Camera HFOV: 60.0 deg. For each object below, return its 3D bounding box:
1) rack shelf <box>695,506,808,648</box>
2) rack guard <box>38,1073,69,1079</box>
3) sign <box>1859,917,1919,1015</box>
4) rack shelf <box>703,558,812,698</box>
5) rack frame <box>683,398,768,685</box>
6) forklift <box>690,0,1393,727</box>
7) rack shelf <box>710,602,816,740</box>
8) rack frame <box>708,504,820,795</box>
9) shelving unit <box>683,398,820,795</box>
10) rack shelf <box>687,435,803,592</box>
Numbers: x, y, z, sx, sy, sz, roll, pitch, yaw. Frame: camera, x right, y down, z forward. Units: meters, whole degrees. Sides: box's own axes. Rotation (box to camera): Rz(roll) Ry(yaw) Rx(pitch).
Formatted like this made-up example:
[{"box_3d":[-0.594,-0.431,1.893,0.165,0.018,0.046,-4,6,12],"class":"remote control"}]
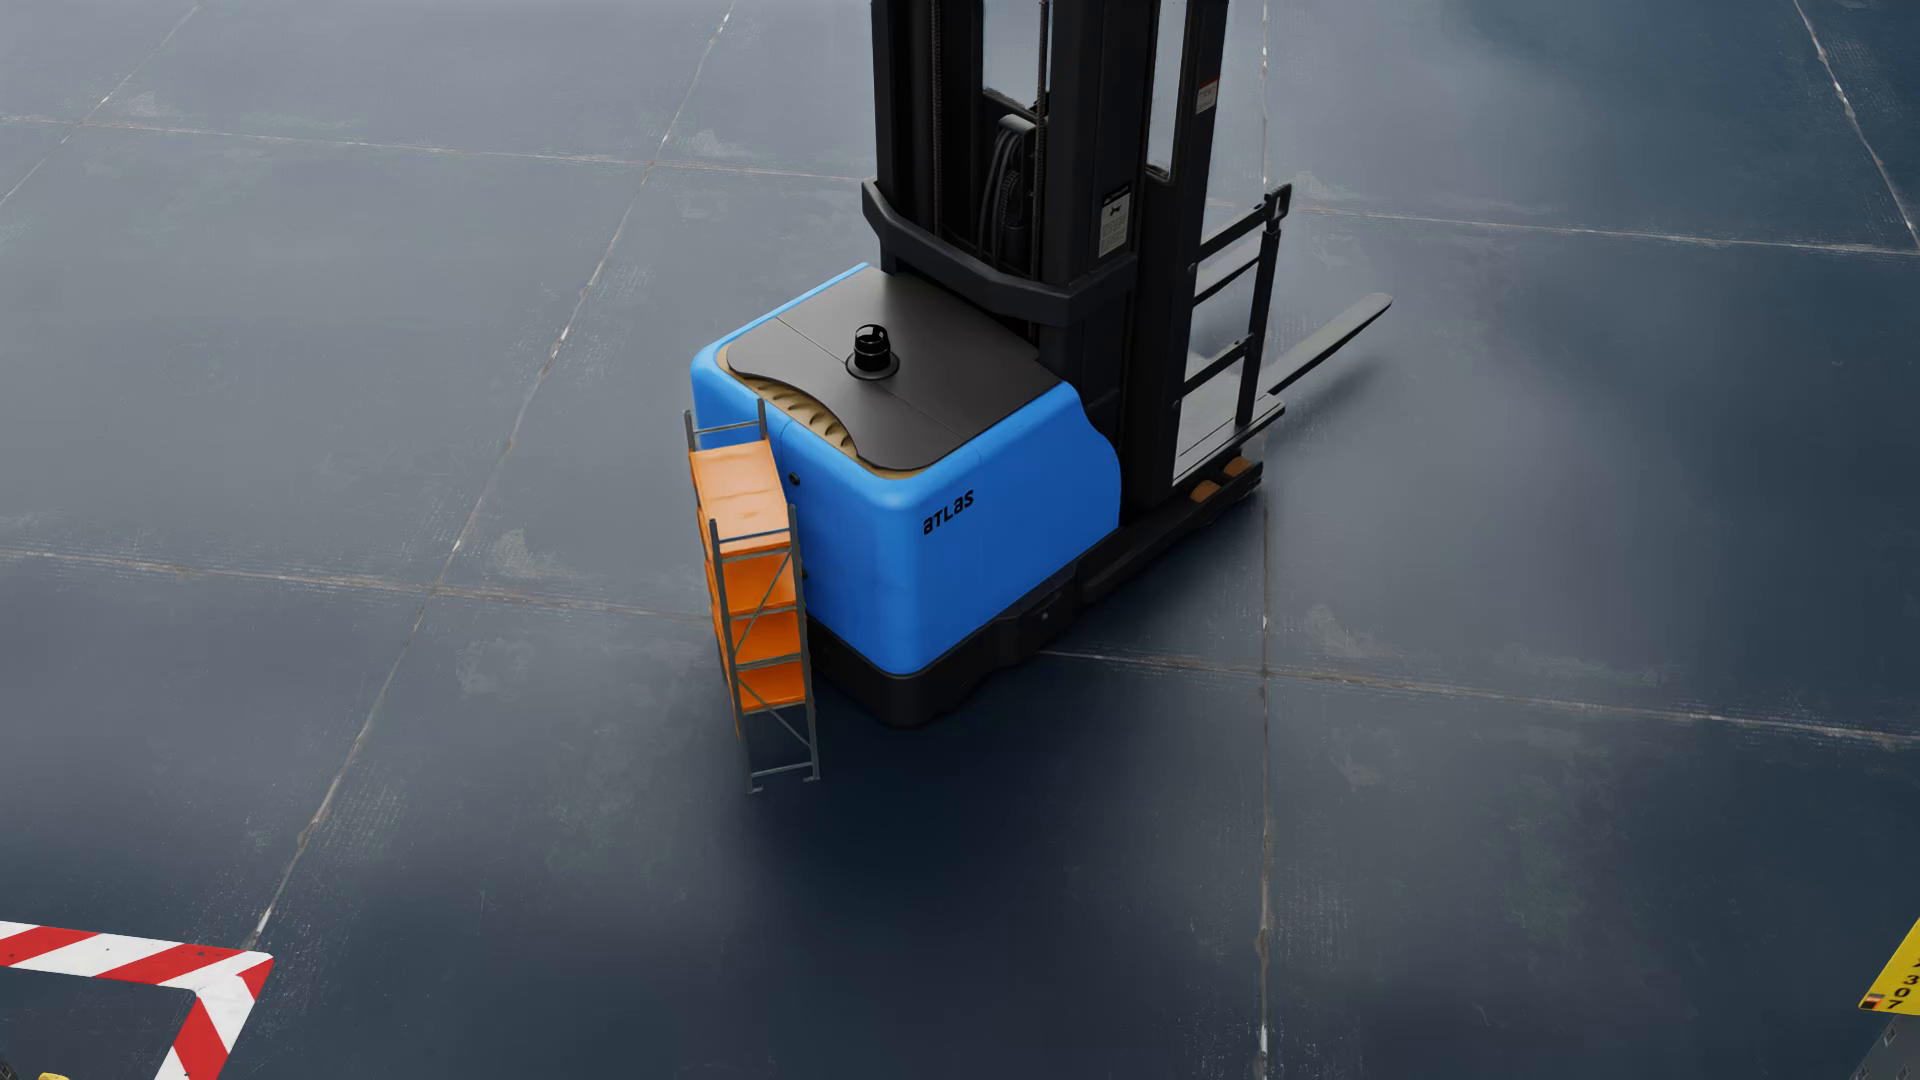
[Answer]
[{"box_3d":[-0.637,0.087,5.058,0.258,0.148,0.480,-10,44,-11],"class":"rack shelf"},{"box_3d":[-2.767,1.579,4.219,1.175,0.500,0.348,5,44,6],"class":"rack guard"},{"box_3d":[1.556,0.671,2.673,0.100,0.325,0.005,5,44,6],"class":"sign"},{"box_3d":[-0.637,0.249,5.212,0.258,0.148,0.480,-10,44,-11],"class":"rack shelf"},{"box_3d":[-0.700,0.038,5.337,0.240,1.200,0.015,-10,44,-11],"class":"rack frame"},{"box_3d":[0.518,-1.353,5.547,3.031,2.935,1.130,-34,53,-31],"class":"forklift"},{"box_3d":[-0.637,0.393,5.349,0.258,0.148,0.480,-10,44,-11],"class":"rack shelf"},{"box_3d":[-0.574,0.362,4.995,0.240,1.200,0.015,-10,44,-11],"class":"rack frame"},{"box_3d":[-0.637,0.200,5.166,0.258,1.200,0.503,-10,44,-11],"class":"shelving unit"},{"box_3d":[-0.637,-0.085,4.896,0.258,0.148,0.480,-10,44,-11],"class":"rack shelf"}]
